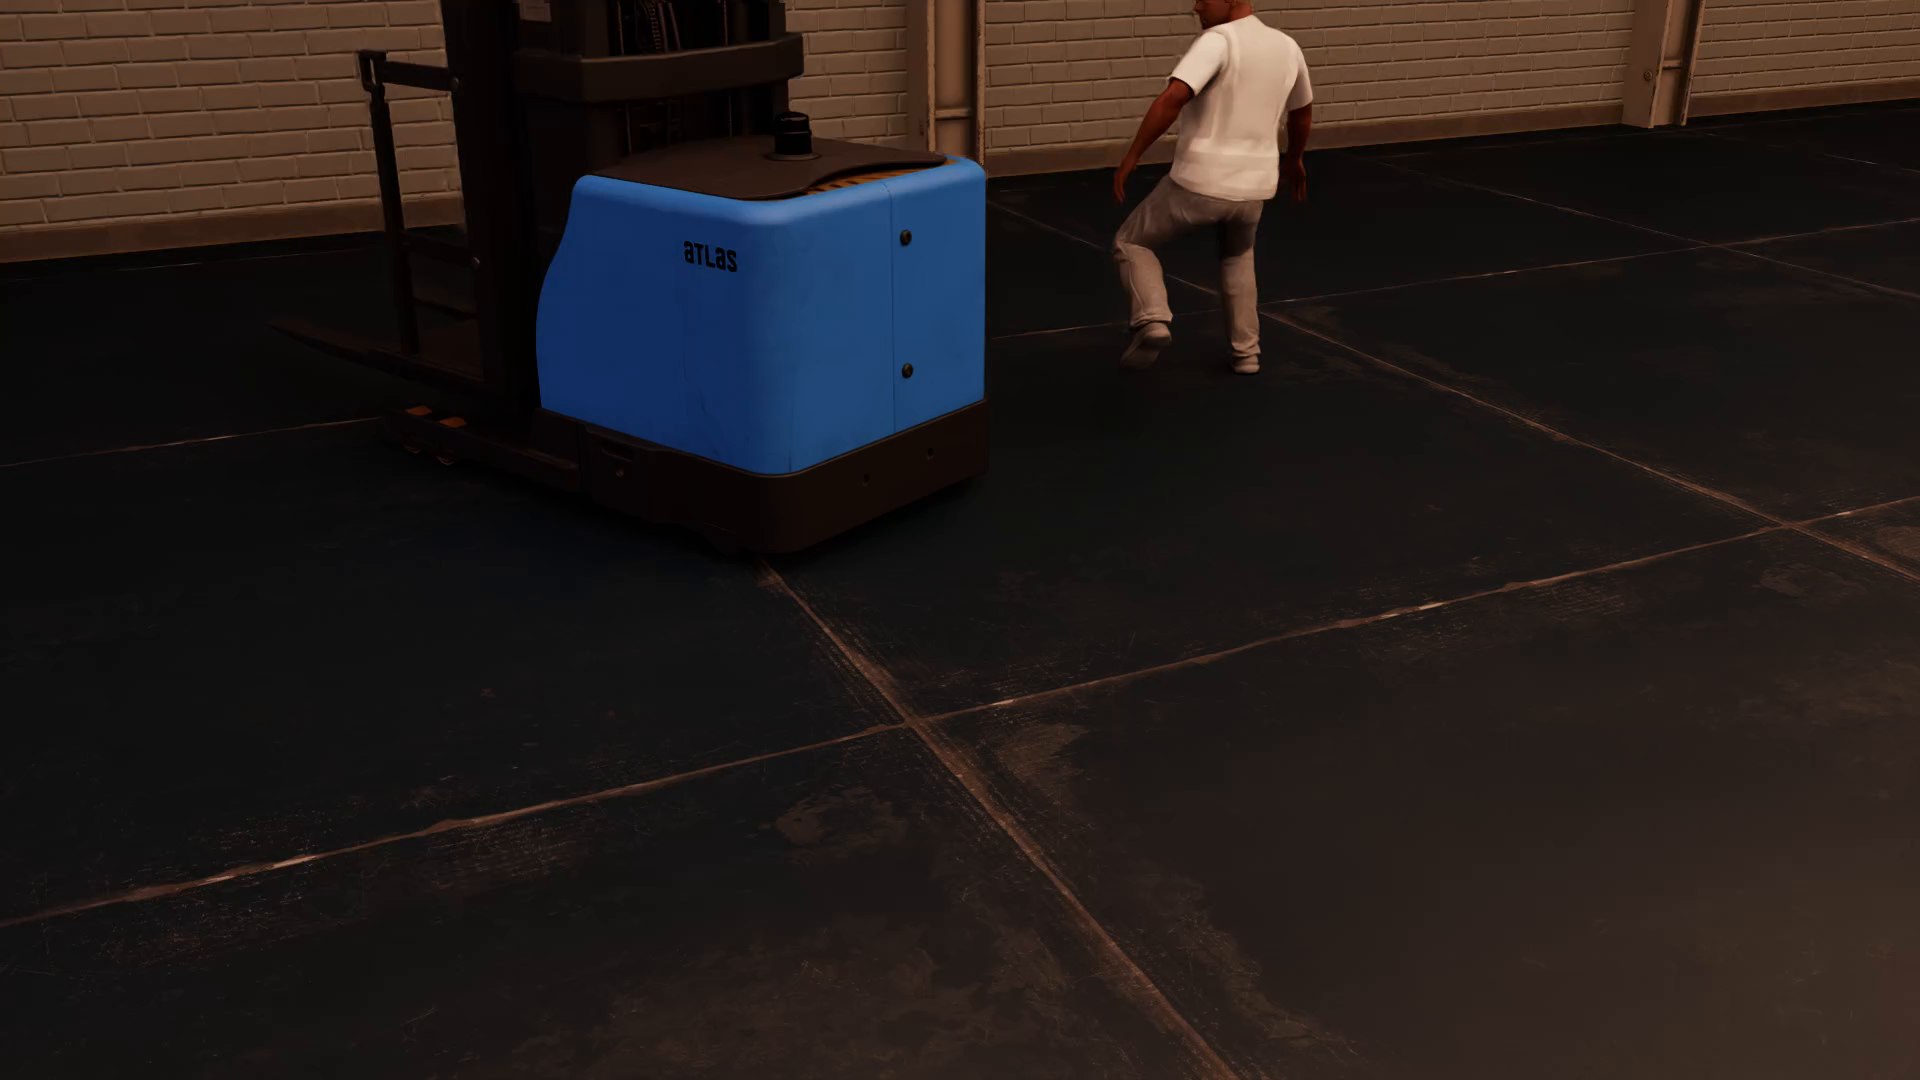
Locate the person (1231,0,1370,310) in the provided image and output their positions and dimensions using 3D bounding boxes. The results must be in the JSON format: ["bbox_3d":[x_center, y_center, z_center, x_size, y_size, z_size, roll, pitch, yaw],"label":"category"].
[{"bbox_3d":[1.534,-1.944,7.499,0.627,1.759,0.462,11,25,24],"label":"person"}]

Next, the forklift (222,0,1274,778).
[{"bbox_3d":[-0.413,-1.182,4.131,1.130,2.935,3.031,19,29,39],"label":"forklift"}]
